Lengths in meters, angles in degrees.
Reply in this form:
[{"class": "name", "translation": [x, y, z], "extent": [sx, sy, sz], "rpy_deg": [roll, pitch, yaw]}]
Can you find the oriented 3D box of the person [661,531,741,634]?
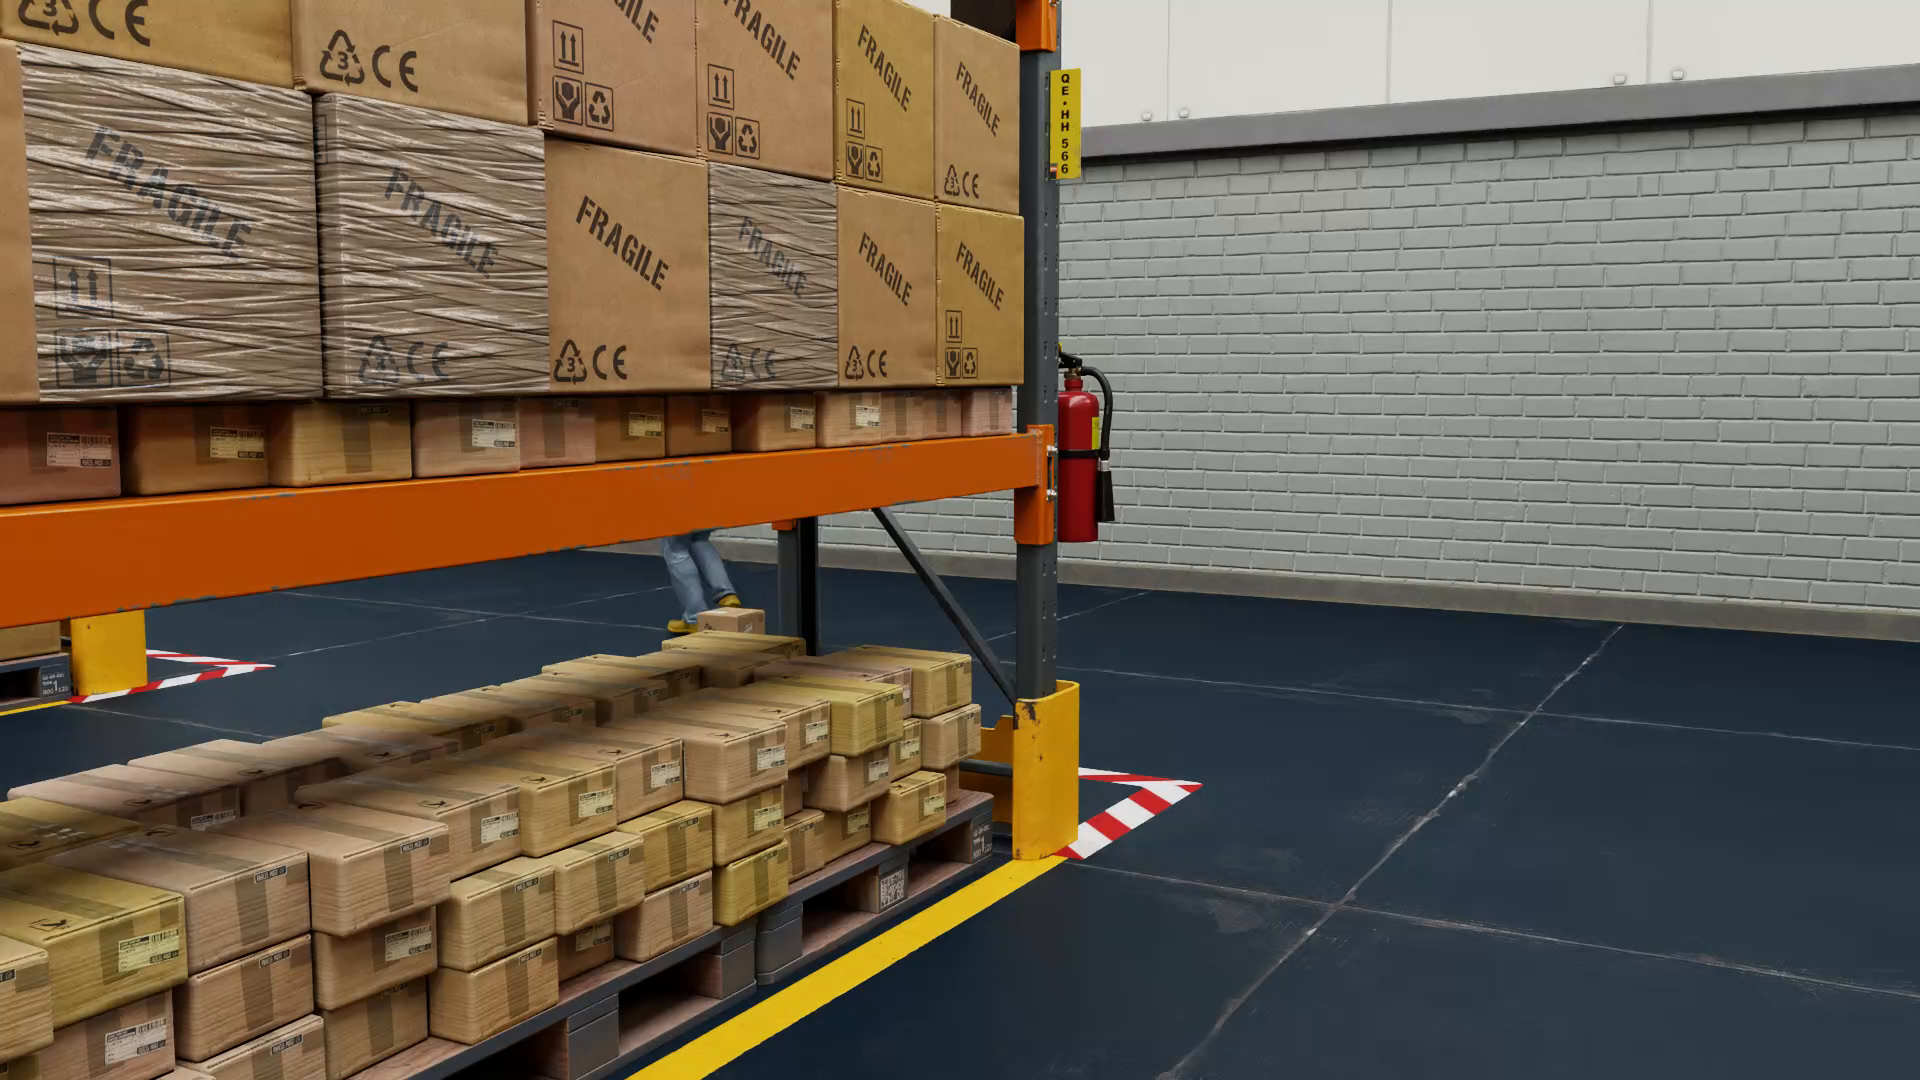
[{"class": "person", "translation": [-1.474, -0.319, 9.321], "extent": [0.524, 1.720, 0.742], "rpy_deg": [6, 8, 44]}]
